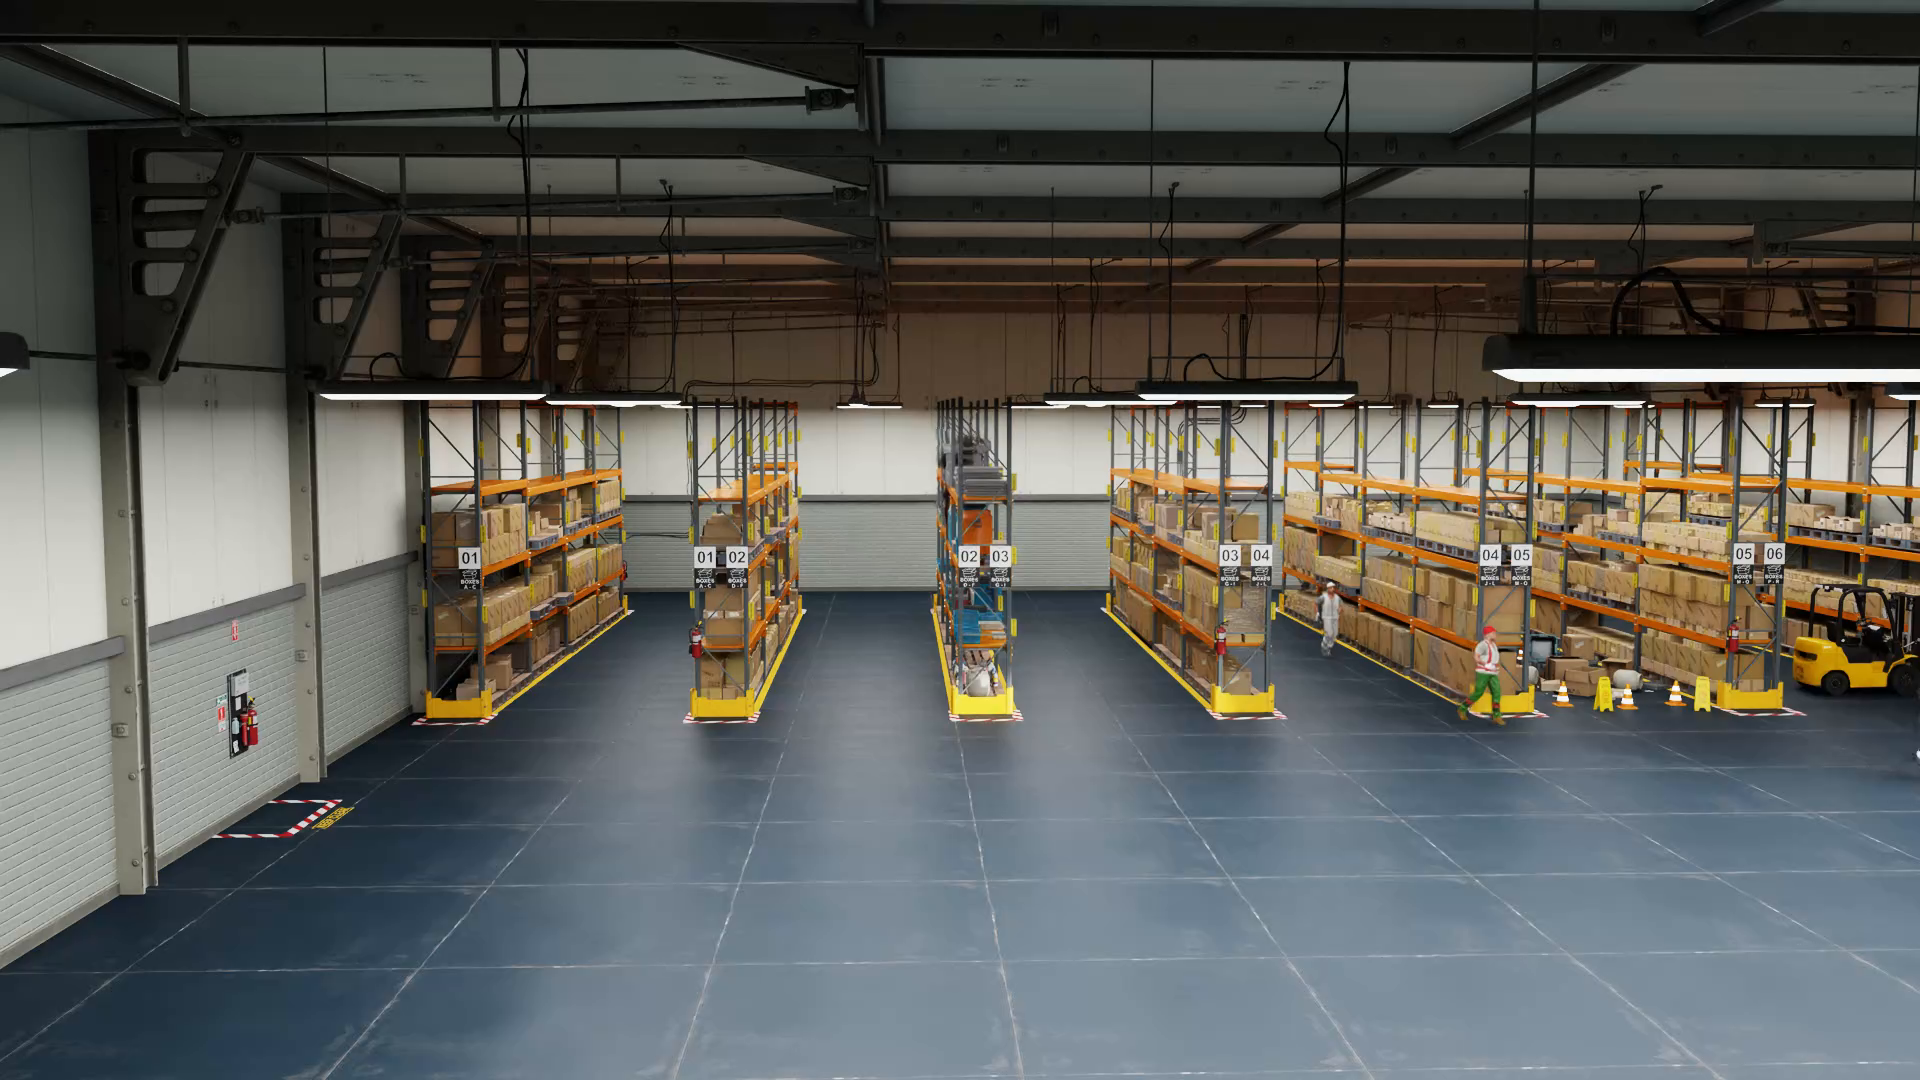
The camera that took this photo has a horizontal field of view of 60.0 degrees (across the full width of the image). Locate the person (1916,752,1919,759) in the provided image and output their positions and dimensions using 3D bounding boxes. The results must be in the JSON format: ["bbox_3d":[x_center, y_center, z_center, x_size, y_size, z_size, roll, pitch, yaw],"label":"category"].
[{"bbox_3d":[15.251,2.875,25.588,0.875,1.748,0.708,3,5,36],"label":"person"}]

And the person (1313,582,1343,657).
[{"bbox_3d":[8.591,1.850,38.528,0.639,1.741,0.645,-1,4,-10],"label":"person"}]

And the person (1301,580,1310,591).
[{"bbox_3d":[10.216,1.146,49.151,0.659,1.628,0.721,3,5,34],"label":"person"}]

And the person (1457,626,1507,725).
[{"bbox_3d":[9.703,2.462,30.524,0.713,1.768,0.969,-4,6,-39],"label":"person"}]
